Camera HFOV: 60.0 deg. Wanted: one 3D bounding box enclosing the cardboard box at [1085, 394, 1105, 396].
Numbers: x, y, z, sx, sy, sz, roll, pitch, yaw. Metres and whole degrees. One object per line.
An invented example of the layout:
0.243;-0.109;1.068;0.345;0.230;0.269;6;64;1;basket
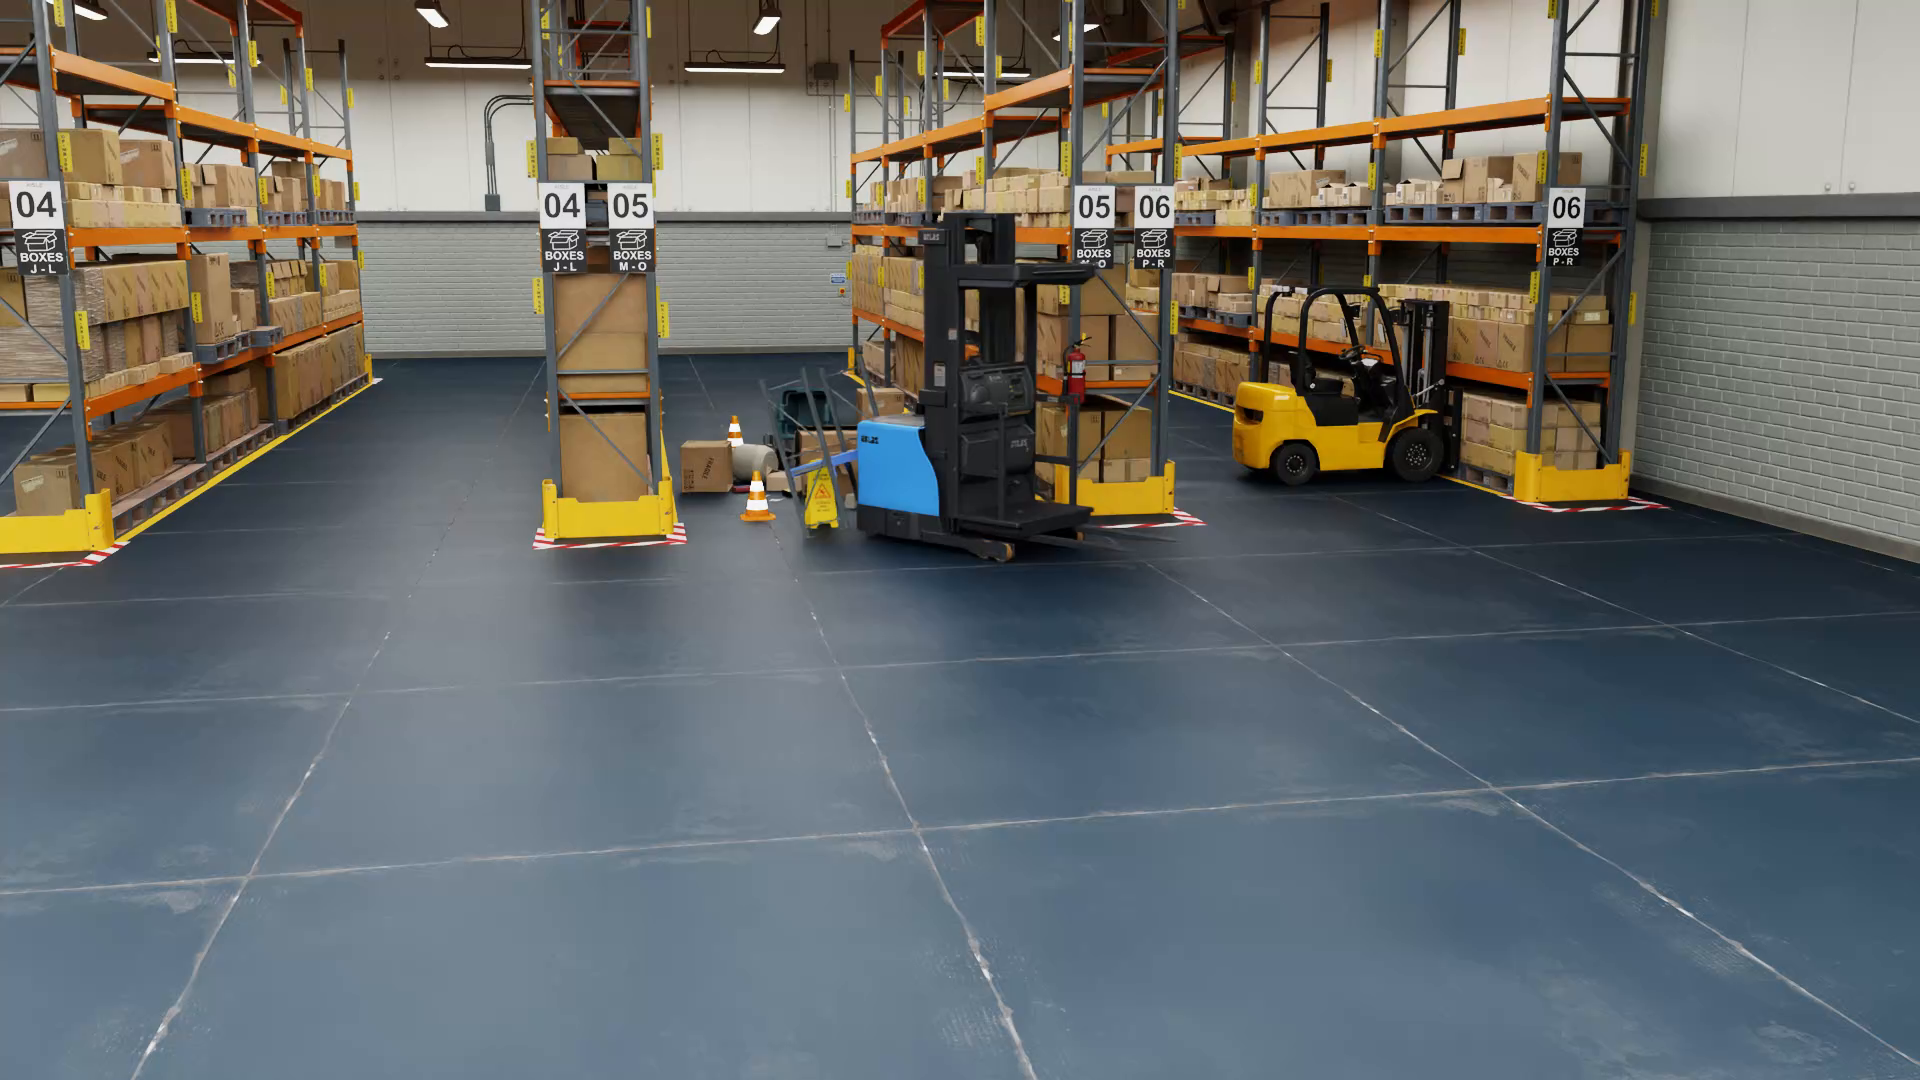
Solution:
1.362;-1.412;18.819;0.500;0.500;0.500;-2;11;-8;cardboard box

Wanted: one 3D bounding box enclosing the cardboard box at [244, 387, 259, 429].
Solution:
-9.566;-1.713;21.683;0.700;0.500;0.500;-3;11;-14;cardboard box

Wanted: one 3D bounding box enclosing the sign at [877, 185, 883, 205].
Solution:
-1.317;-5.687;27.436;0.100;0.325;0.005;-2;11;-11;sign

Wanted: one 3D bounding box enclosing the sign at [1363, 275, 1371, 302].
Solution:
5.121;-3.163;20.909;0.100;0.325;0.005;-2;11;-11;sign

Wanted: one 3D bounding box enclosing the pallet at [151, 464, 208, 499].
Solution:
-8.773;-0.622;17.898;1.003;0.211;1.213;-2;11;-11;pallet

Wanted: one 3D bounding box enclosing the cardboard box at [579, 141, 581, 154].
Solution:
-3.770;-3.681;15.641;0.380;0.149;0.250;-2;11;-10;cardboard box

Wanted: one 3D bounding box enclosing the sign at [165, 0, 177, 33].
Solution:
-8.402;-5.575;17.708;0.100;0.325;0.005;-2;11;-11;sign

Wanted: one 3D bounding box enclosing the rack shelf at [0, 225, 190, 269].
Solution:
-8.549;-2.867;16.137;1.077;0.370;4.000;-2;11;-11;rack shelf

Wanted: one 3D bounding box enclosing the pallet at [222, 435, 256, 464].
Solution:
-9.332;-1.110;20.466;1.003;0.211;1.213;-2;11;-11;pallet

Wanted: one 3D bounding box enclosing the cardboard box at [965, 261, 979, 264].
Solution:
0.149;-3.847;24.444;0.500;0.500;0.500;-2;11;-13;cardboard box

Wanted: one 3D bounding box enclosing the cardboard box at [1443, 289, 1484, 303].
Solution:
5.816;-2.821;19.198;0.380;0.149;0.250;-2;11;-11;cardboard box

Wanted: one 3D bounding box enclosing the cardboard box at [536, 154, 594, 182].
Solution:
-3.644;-3.423;15.349;0.500;0.250;0.500;-2;11;-10;cardboard box

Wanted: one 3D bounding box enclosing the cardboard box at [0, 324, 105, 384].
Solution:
-8.240;-1.677;14.921;0.875;0.500;0.500;-2;11;-11;cardboard box

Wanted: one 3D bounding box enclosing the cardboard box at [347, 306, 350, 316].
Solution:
-10.629;-3.903;28.350;0.380;0.149;0.250;-2;11;-11;cardboard box

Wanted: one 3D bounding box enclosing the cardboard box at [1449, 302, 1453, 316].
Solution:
5.736;-2.670;19.202;0.380;0.149;0.250;-2;11;-12;cardboard box

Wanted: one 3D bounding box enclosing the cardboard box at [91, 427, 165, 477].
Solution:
-8.781;-0.912;17.528;0.500;0.500;0.500;1;11;7;cardboard box

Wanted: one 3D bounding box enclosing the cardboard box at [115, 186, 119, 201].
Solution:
-8.301;-3.318;15.920;0.380;0.149;0.250;-2;11;-12;cardboard box

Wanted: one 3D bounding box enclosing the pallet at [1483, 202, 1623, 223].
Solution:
6.317;-3.482;17.683;1.003;0.211;1.213;-2;11;-11;pallet

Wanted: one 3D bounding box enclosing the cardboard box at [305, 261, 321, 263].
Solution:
-11.346;-4.566;28.761;0.500;0.500;0.500;-2;11;-12;cardboard box

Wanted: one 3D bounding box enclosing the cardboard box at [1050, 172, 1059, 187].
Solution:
1.125;-3.628;16.753;0.380;0.149;0.250;-2;11;-12;cardboard box

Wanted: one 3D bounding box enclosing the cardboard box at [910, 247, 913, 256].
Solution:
-0.646;-4.914;28.314;0.380;0.149;0.250;-2;11;-10;cardboard box

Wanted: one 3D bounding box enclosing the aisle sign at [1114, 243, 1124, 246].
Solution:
3.016;-6.135;32.453;0.394;0.787;0.004;-2;11;-11;aisle sign

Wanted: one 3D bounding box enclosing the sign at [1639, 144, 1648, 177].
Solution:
6.974;-3.882;16.999;0.100;0.325;0.005;-2;11;-11;sign

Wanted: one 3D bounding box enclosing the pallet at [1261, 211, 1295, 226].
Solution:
5.093;-4.648;24.078;1.213;0.211;1.003;-2;11;-8;pallet

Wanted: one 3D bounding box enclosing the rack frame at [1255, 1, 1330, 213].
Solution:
4.873;-6.336;24.416;1.000;3.000;0.127;-2;11;-11;rack frame

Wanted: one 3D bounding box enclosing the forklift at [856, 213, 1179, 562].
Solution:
0.486;-1.360;14.503;3.031;2.935;1.130;9;14;40;forklift

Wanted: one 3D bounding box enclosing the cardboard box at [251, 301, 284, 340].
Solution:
-9.544;-2.995;22.643;0.500;0.500;0.500;-2;11;-9;cardboard box

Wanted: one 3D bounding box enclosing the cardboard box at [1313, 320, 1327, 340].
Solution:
5.127;-2.848;22.540;0.500;0.250;0.500;-2;11;-11;cardboard box

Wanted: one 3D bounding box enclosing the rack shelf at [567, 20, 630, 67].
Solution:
-5.998;-8.336;27.959;1.077;0.370;4.000;-2;11;-11;rack shelf

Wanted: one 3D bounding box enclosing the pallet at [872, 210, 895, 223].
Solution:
-0.922;-5.521;28.398;1.003;0.211;1.213;-2;11;-11;pallet

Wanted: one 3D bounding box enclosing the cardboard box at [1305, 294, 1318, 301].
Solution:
4.962;-3.356;22.806;0.380;0.149;0.250;-2;11;-13;cardboard box

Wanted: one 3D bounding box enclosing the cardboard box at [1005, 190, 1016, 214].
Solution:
0.794;-3.742;18.420;0.500;0.250;0.500;-2;11;-10;cardboard box

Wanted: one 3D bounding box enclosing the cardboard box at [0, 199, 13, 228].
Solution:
-8.503;-2.859;14.573;0.500;0.250;0.500;-2;11;-10;cardboard box

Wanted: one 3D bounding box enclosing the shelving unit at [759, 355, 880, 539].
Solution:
-1.175;-0.884;15.491;0.538;1.500;1.048;-13;6;30;shelving unit

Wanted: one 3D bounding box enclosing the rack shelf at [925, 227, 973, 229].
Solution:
0.394;-3.961;21.885;1.077;0.370;4.000;-2;11;-11;rack shelf

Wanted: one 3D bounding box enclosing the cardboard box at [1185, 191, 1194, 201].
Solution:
3.928;-5.662;27.388;0.380;0.149;0.250;-2;11;-12;cardboard box

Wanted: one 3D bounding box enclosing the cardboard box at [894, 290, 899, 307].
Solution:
-0.763;-3.834;26.381;0.500;0.250;0.500;-2;11;-10;cardboard box

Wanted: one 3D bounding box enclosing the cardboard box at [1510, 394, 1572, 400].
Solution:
6.420;-1.455;18.373;0.500;0.250;0.500;-2;11;-11;cardboard box

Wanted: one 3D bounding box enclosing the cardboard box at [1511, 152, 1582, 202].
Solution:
6.104;-3.772;17.310;0.500;0.500;0.500;-2;11;-9;cardboard box

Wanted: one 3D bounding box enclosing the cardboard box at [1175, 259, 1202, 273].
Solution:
4.066;-4.846;30.234;0.500;0.500;0.500;-2;11;-13;cardboard box

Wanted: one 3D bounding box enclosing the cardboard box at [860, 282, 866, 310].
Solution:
-1.532;-4.440;30.232;0.500;0.500;0.500;-2;11;-11;cardboard box

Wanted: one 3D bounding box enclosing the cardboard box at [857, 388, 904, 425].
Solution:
-0.957;-1.548;19.965;0.500;0.500;0.500;-2;11;-11;cardboard box

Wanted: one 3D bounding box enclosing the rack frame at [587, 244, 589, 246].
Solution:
-6.387;-4.476;30.691;1.000;3.000;0.127;-2;11;-11;rack frame

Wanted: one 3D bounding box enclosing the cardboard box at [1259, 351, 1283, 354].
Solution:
4.925;-2.885;26.159;0.380;0.149;0.250;-2;11;-10;cardboard box

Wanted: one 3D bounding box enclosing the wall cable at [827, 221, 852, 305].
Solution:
-2.671;-6.222;37.065;0.585;1.953;0.123;-2;11;-11;wall cable

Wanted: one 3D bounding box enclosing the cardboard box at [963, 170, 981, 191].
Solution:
0.325;-4.613;21.332;0.500;0.250;0.500;-2;11;-10;cardboard box

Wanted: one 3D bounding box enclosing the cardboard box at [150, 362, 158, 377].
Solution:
-8.413;-1.730;16.936;0.380;0.149;0.250;-2;11;-11;cardboard box

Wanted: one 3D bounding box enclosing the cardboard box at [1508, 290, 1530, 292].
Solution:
6.426;-2.747;18.808;0.380;0.149;0.250;-2;11;-12;cardboard box

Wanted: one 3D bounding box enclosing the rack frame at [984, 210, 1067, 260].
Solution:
0.783;-2.474;20.171;1.000;3.000;0.127;-2;11;-11;rack frame

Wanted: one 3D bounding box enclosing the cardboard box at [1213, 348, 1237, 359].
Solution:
4.298;-3.011;26.822;0.380;0.149;0.250;-3;11;-14;cardboard box
